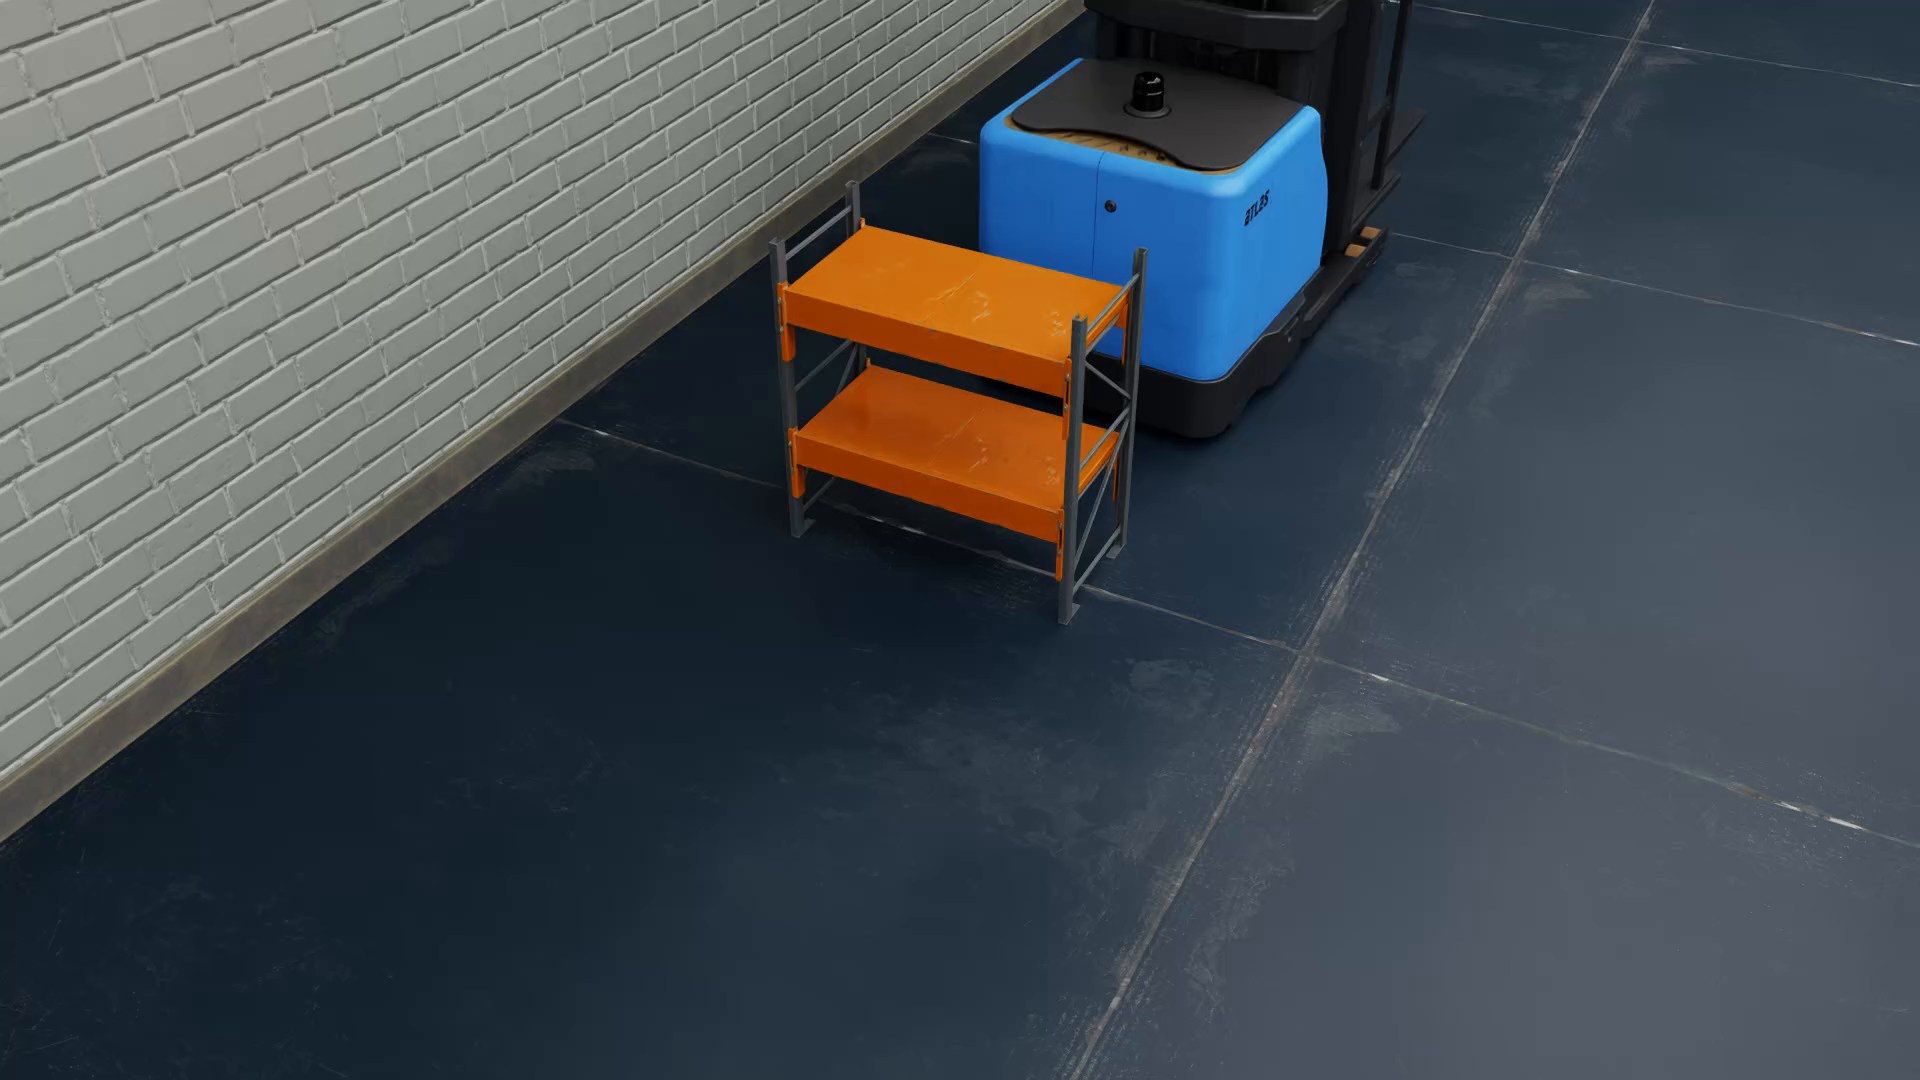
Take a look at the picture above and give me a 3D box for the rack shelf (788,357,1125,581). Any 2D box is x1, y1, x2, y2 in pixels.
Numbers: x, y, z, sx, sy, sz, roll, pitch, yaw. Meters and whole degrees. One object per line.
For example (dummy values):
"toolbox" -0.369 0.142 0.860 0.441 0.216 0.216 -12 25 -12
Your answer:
"rack shelf" -0.006 -0.255 5.560 1.000 0.278 0.538 17 41 21

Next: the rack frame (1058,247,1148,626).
"rack frame" 0.445 -0.309 5.226 0.032 1.125 0.500 17 41 21

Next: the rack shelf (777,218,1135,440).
"rack shelf" -0.006 -0.683 5.235 1.000 0.278 0.538 17 41 21

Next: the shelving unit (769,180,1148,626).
"shelving unit" -0.006 -0.450 5.412 1.048 1.125 0.538 17 41 21

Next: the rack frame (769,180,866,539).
"rack frame" -0.457 -0.591 5.599 0.032 1.125 0.500 17 41 21

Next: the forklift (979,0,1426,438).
"forklift" 1.233 -2.410 6.501 1.130 2.935 3.031 19 41 24
